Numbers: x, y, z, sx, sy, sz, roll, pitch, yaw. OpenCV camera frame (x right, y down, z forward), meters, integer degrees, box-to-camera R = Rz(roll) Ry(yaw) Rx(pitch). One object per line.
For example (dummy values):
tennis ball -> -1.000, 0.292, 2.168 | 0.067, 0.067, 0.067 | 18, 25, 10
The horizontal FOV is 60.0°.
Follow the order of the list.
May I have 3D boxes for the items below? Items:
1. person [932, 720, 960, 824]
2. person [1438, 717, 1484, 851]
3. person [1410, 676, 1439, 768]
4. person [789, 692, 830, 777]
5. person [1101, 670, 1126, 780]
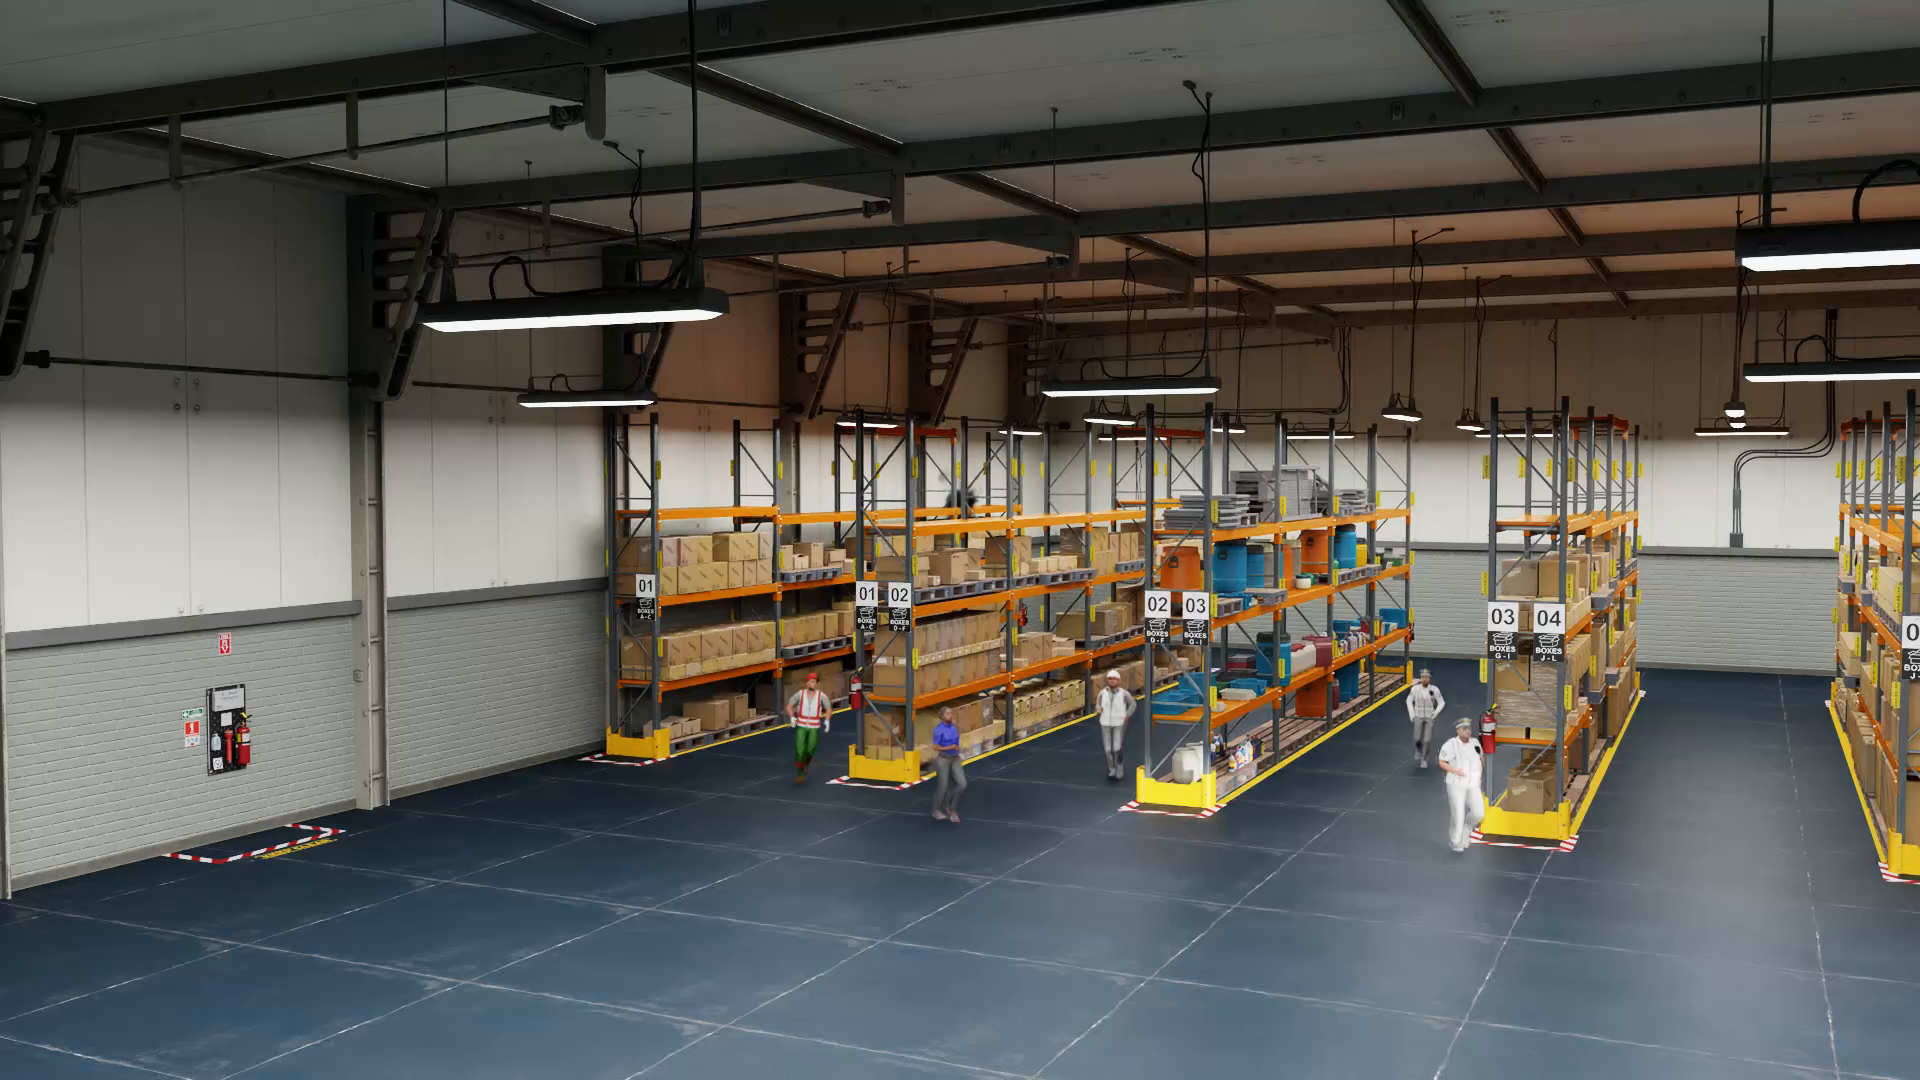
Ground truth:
person -> -0.215, 3.295, 23.620 | 0.523, 1.477, 0.453 | -2, 3, -39
person -> 6.636, 3.201, 21.812 | 0.666, 1.755, 0.568 | 0, 2, -10
person -> 7.839, 3.019, 28.047 | 0.492, 1.622, 0.544 | 1, 3, 18
person -> -2.412, 3.123, 26.714 | 0.673, 1.384, 0.498 | 0, 2, -7
person -> 2.478, 2.993, 26.912 | 0.415, 1.760, 0.557 | 1, 3, 19
